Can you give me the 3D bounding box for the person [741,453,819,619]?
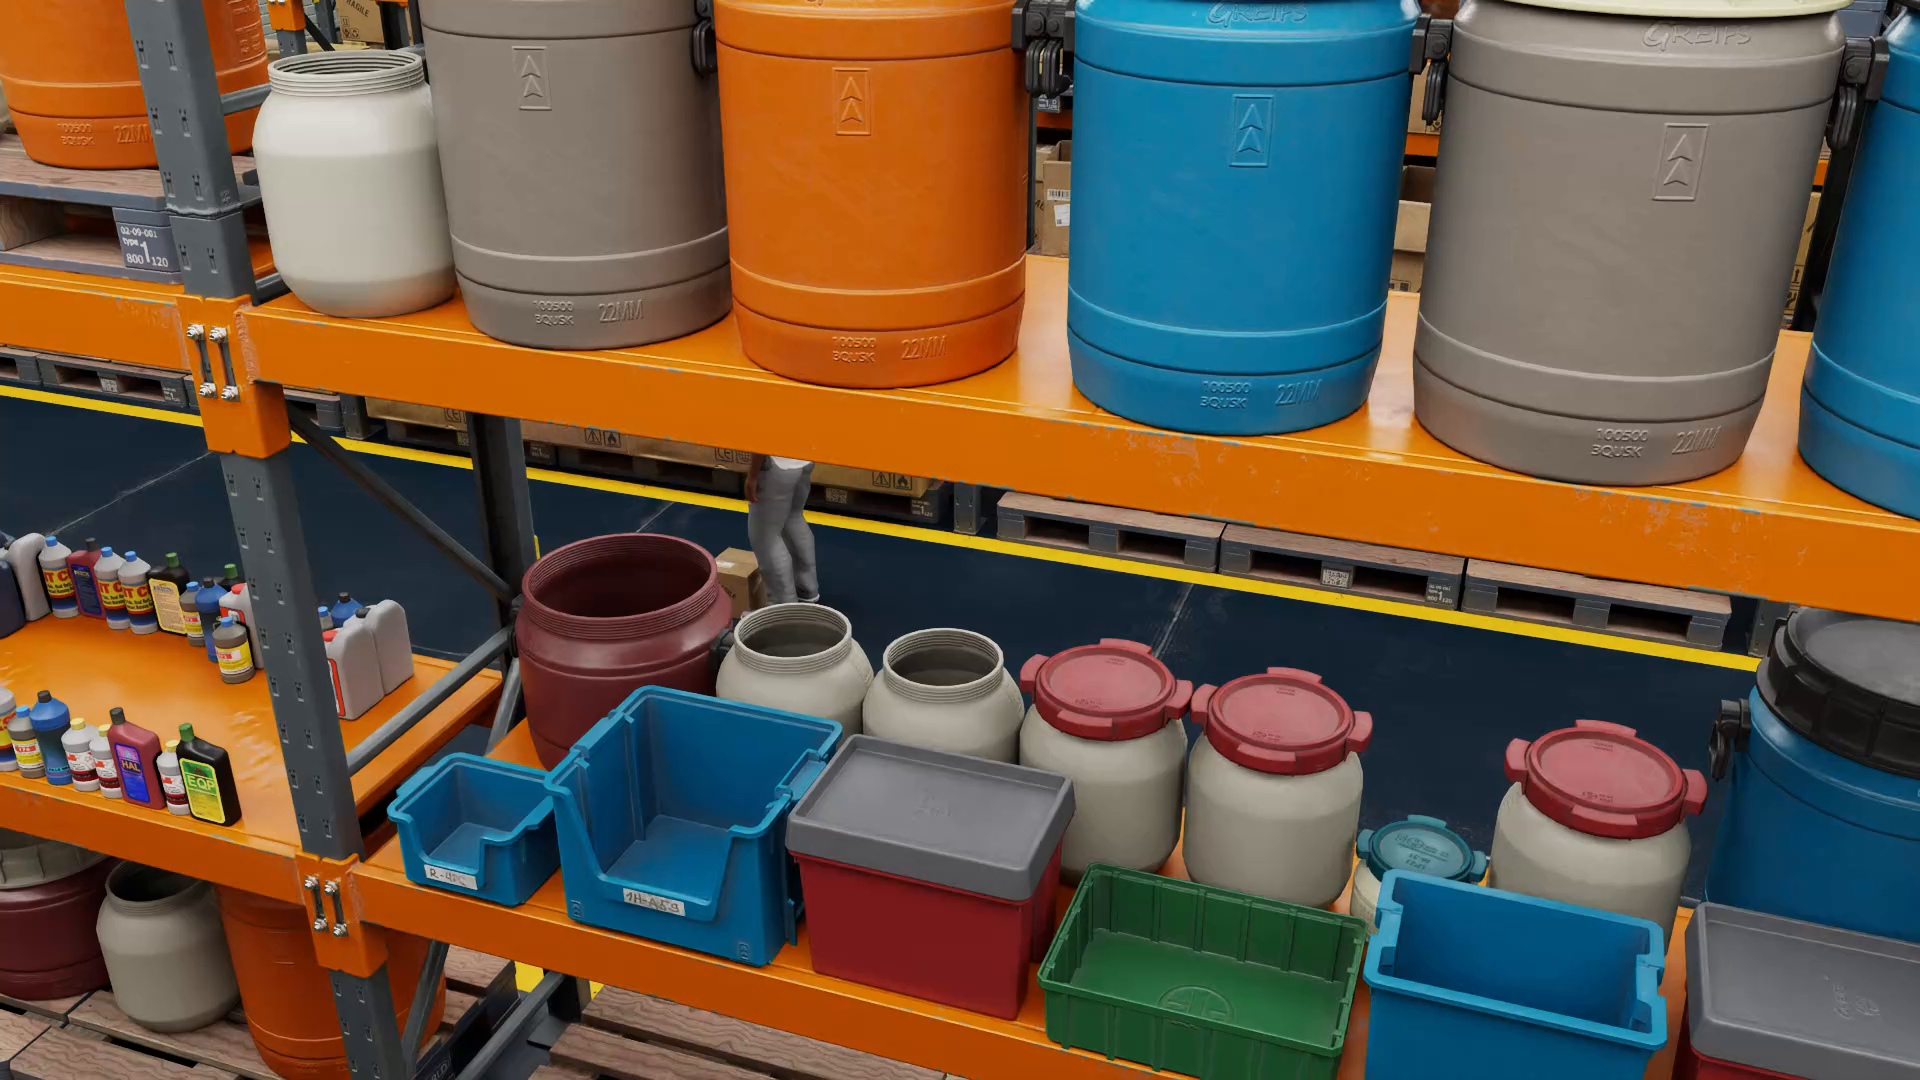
[{"bbox_3d":[-0.877,-0.383,7.903,0.400,1.657,0.517,8,27,17],"label":"person"}]
